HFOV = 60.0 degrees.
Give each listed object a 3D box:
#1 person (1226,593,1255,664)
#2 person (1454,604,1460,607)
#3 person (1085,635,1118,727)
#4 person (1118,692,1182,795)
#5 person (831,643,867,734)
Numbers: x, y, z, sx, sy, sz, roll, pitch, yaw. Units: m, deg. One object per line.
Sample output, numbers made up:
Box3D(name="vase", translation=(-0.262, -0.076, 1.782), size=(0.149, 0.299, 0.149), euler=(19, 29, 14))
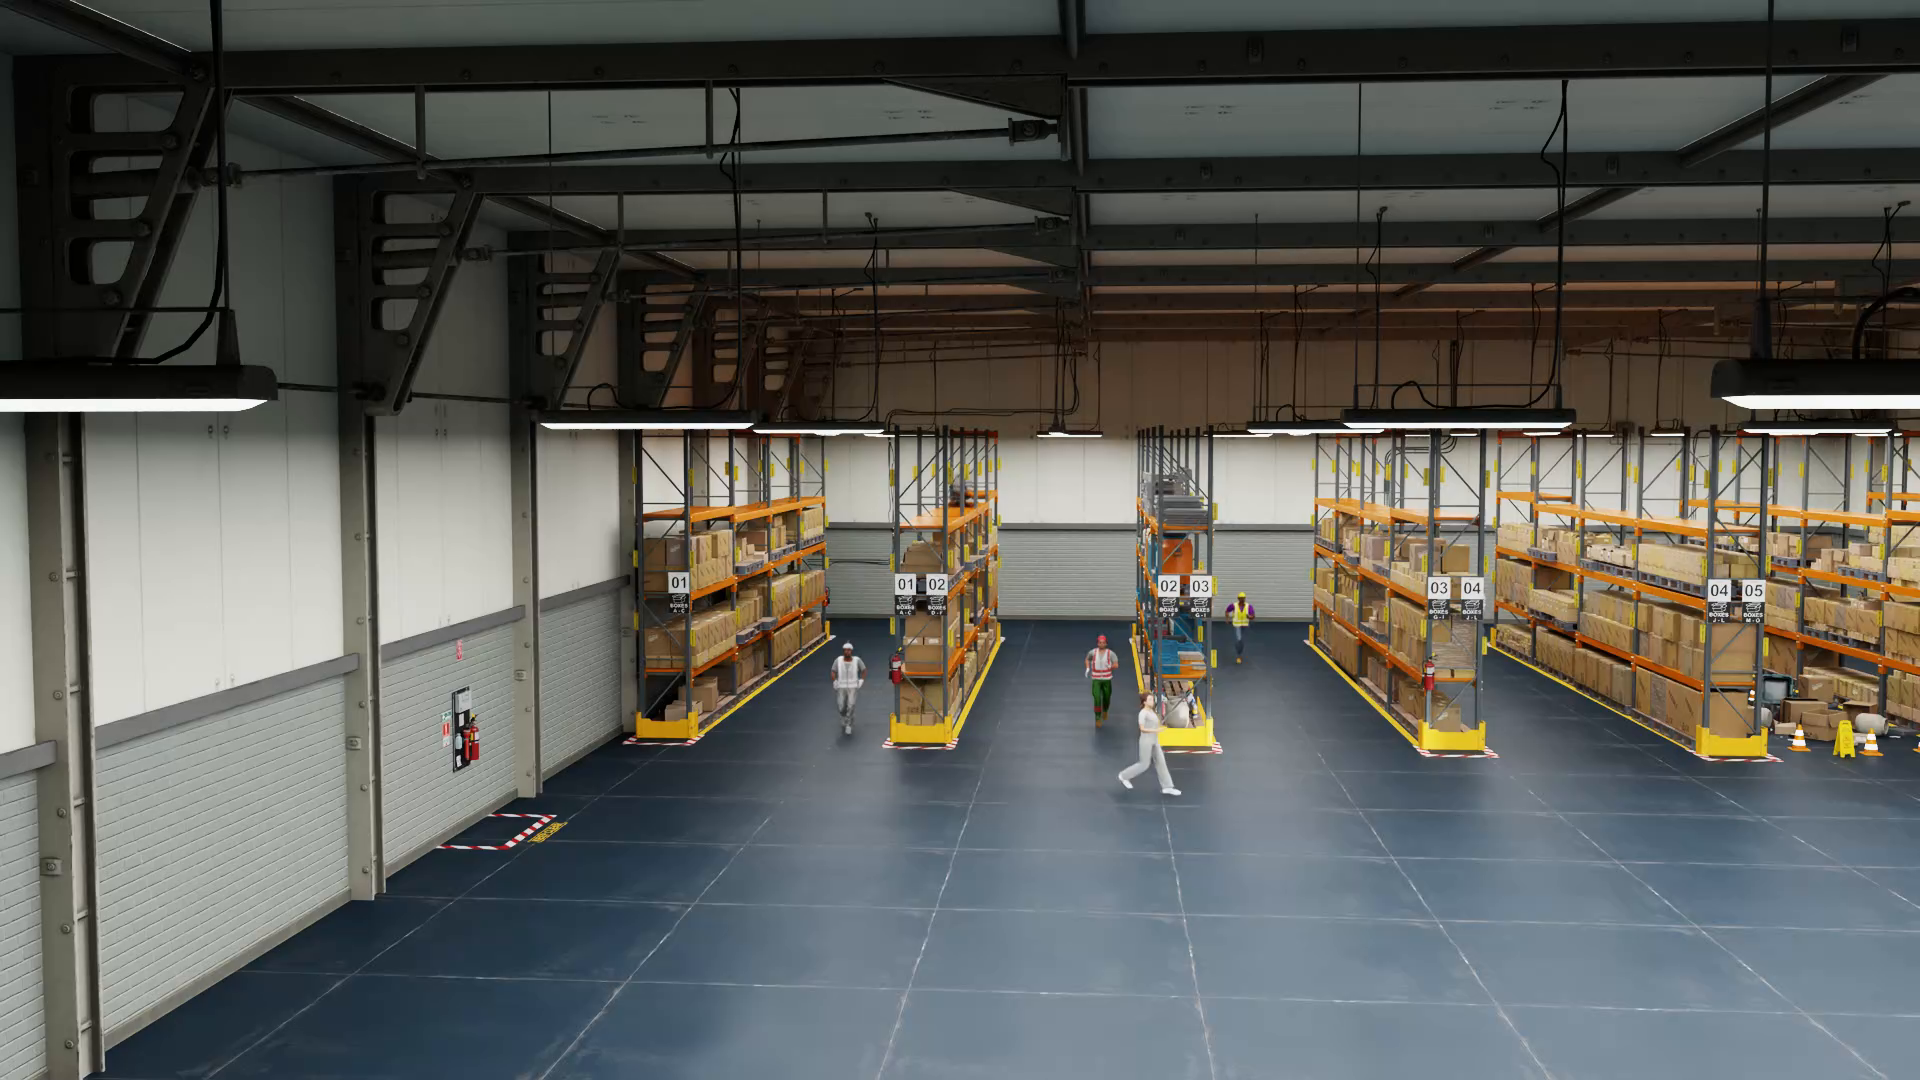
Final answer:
Box3D(name="person", translation=(7.240, 2.253, 42.871), size=(0.699, 1.812, 0.788), euler=(0, 3, -7))
Box3D(name="person", translation=(13.693, 2.113, 46.701), size=(0.714, 1.651, 0.642), euler=(3, 4, 36))
Box3D(name="person", translation=(2.840, 2.794, 33.316), size=(0.659, 1.774, 1.002), euler=(0, 3, 4))
Box3D(name="person", translation=(3.060, 3.267, 26.753), size=(1.053, 1.610, 0.581), euler=(2, 4, 30))
Box3D(name="person", translation=(-2.178, 2.891, 32.645), size=(0.703, 1.756, 0.619), euler=(0, 3, 1))
